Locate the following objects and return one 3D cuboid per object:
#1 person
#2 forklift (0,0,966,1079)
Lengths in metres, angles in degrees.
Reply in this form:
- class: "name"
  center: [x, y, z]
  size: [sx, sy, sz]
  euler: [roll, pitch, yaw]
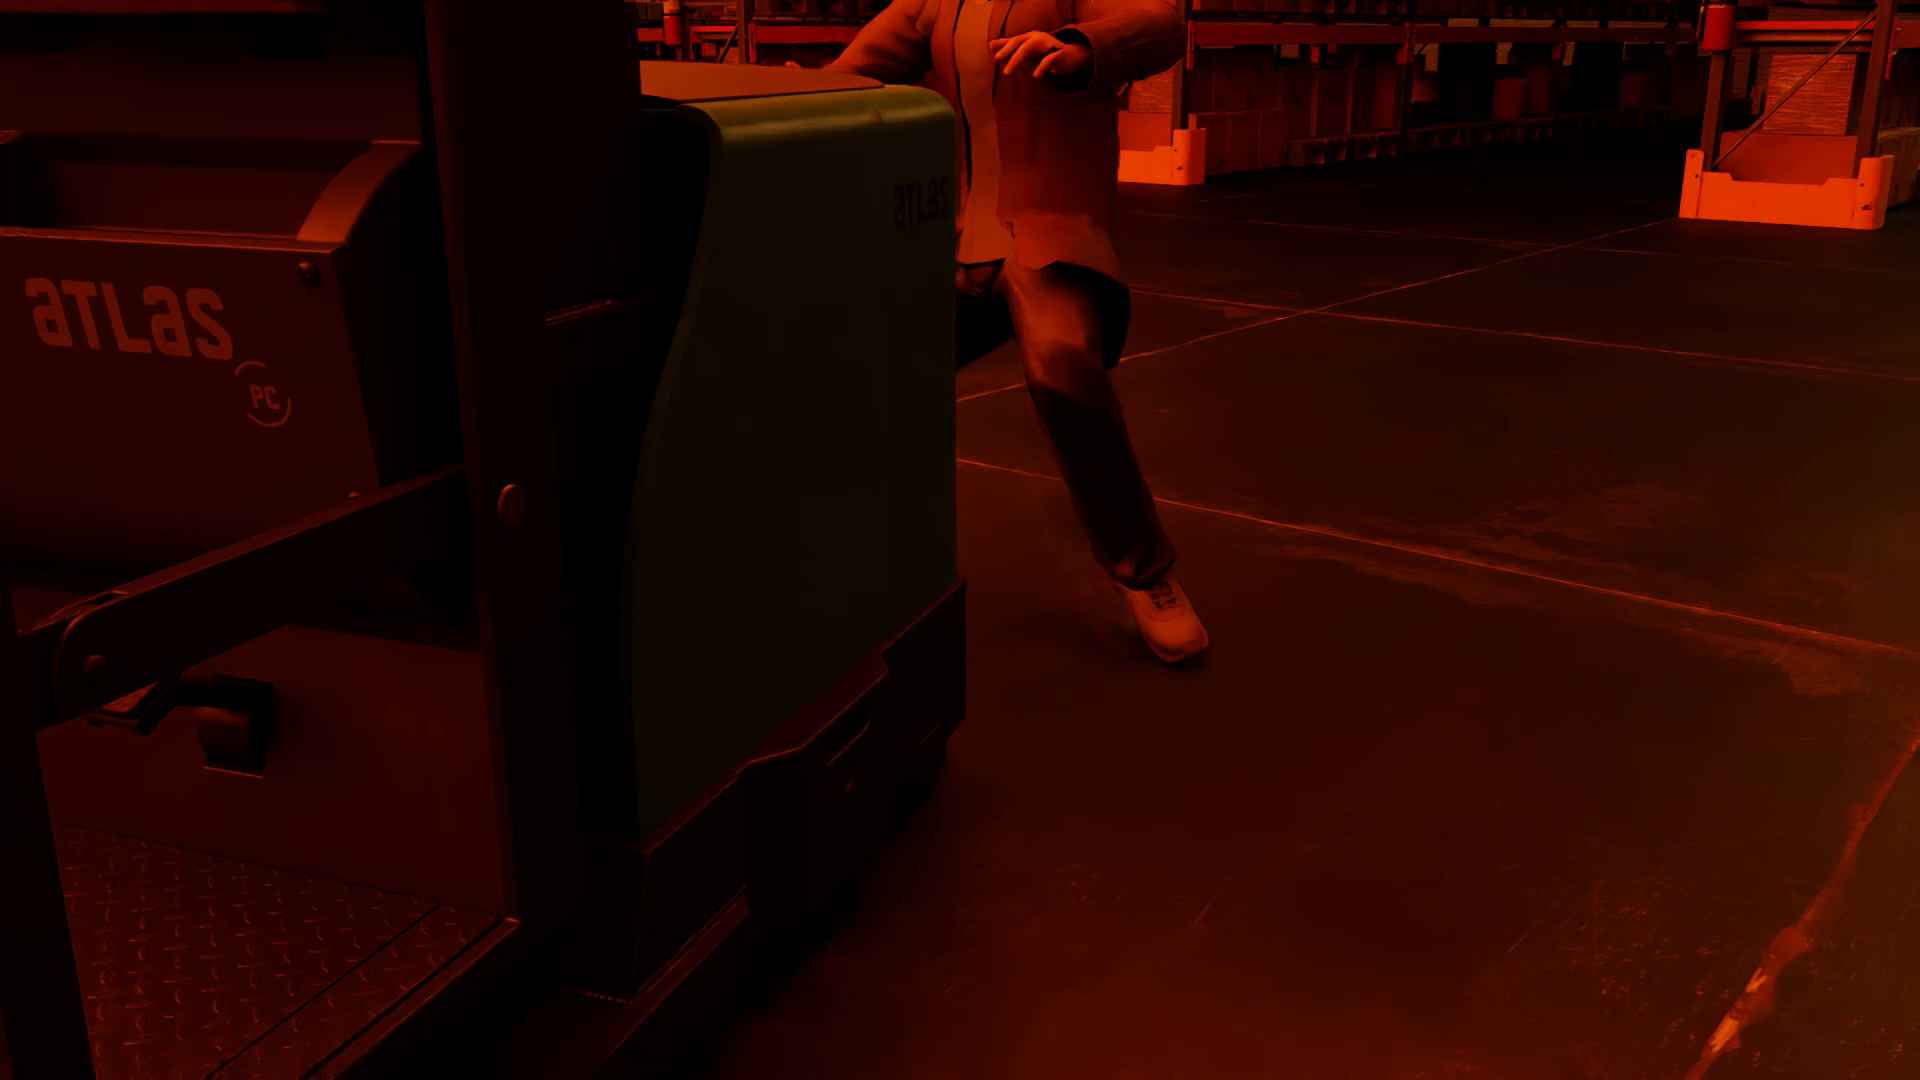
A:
- class: "person"
  center: [0.003, -0.596, 3.271]
  size: [0.739, 1.528, 1.177]
  euler: [-14, 22, -38]
- class: "forklift"
  center: [-0.982, -0.705, 1.219]
  size: [1.130, 2.935, 3.031]
  euler: [6, 18, 20]
